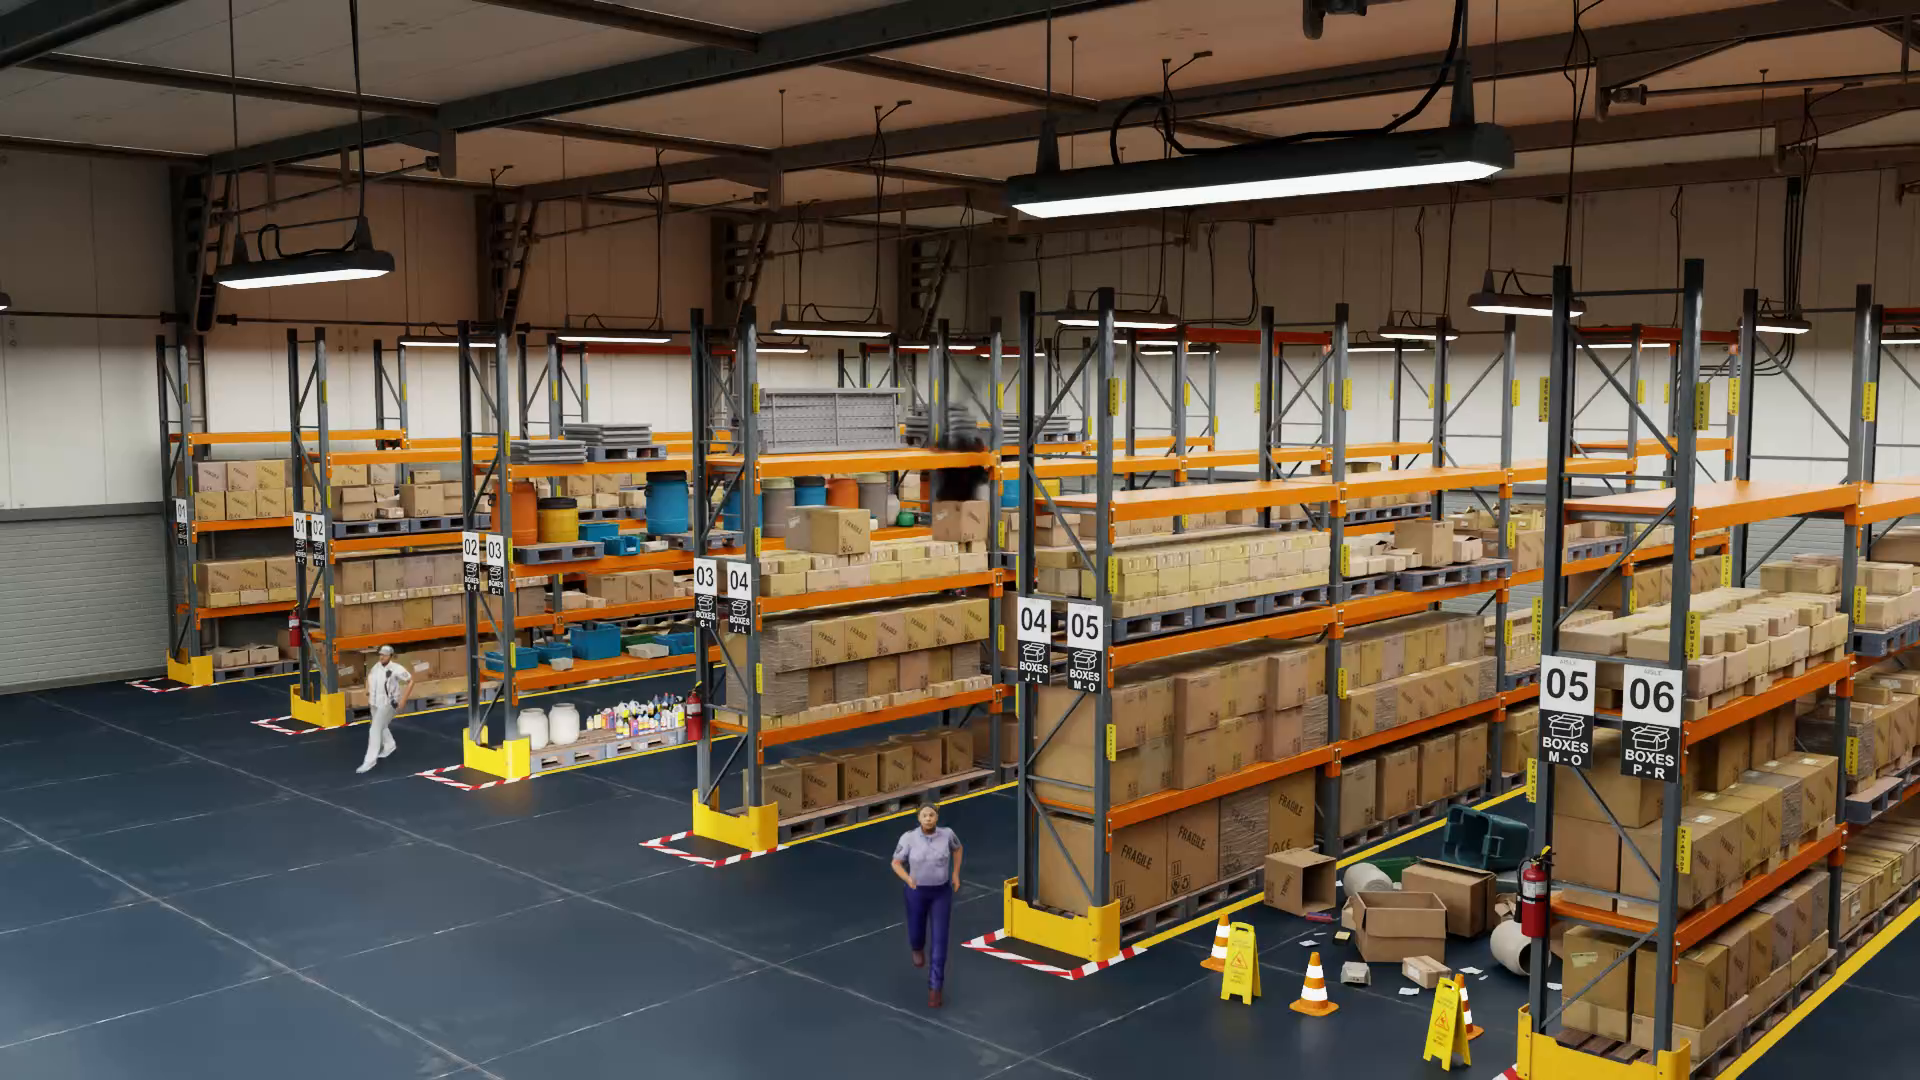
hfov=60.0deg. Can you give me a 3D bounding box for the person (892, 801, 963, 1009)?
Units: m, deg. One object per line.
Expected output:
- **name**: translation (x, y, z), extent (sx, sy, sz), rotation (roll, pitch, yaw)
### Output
- **person**: translation (-0.278, 3.039, 14.140), extent (0.606, 1.629, 0.898), rotation (0, 5, -5)

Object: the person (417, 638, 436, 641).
- **person**: translation (-9.205, 1.611, 29.071), extent (0.591, 1.742, 0.762), rotation (4, 7, 39)

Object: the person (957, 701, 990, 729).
- **person**: translation (0.233, 2.017, 24.698), extent (0.753, 1.751, 0.411), rotation (-5, 7, -44)

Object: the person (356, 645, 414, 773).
- **person**: translation (-7.770, 2.249, 22.419), extent (0.695, 1.686, 0.838), rotation (3, 6, 26)
